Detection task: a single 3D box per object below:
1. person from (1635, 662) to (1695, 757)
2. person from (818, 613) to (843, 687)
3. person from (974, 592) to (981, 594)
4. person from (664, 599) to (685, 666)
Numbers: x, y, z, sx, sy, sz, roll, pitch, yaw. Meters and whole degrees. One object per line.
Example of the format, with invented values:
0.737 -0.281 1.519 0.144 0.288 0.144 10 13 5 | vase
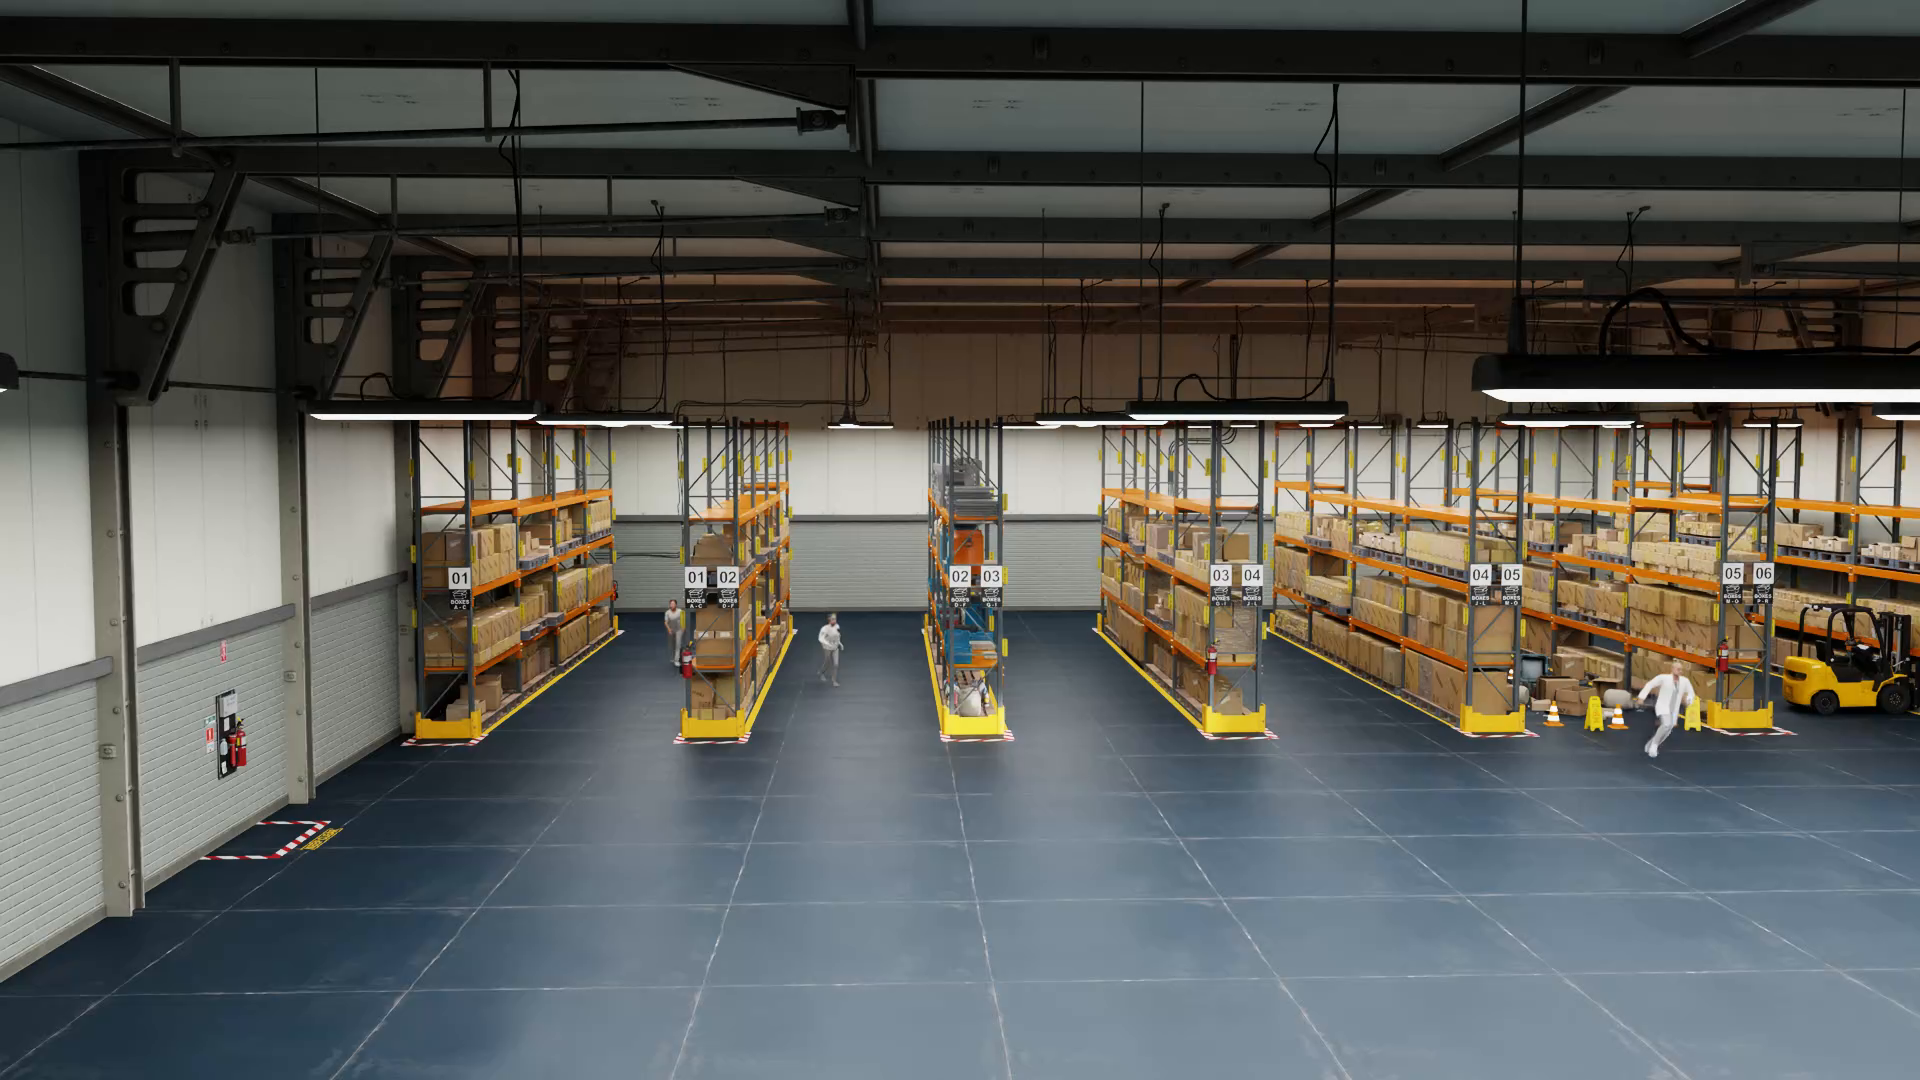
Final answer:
12.465 2.986 29.220 0.871 1.682 0.755 -1 4 -11 | person
-2.956 2.456 37.510 0.604 1.656 0.833 -2 4 -29 | person
0.338 1.676 48.417 0.898 1.766 0.759 1 4 14 | person
-6.951 2.234 40.467 0.476 1.610 0.960 0 4 -6 | person
